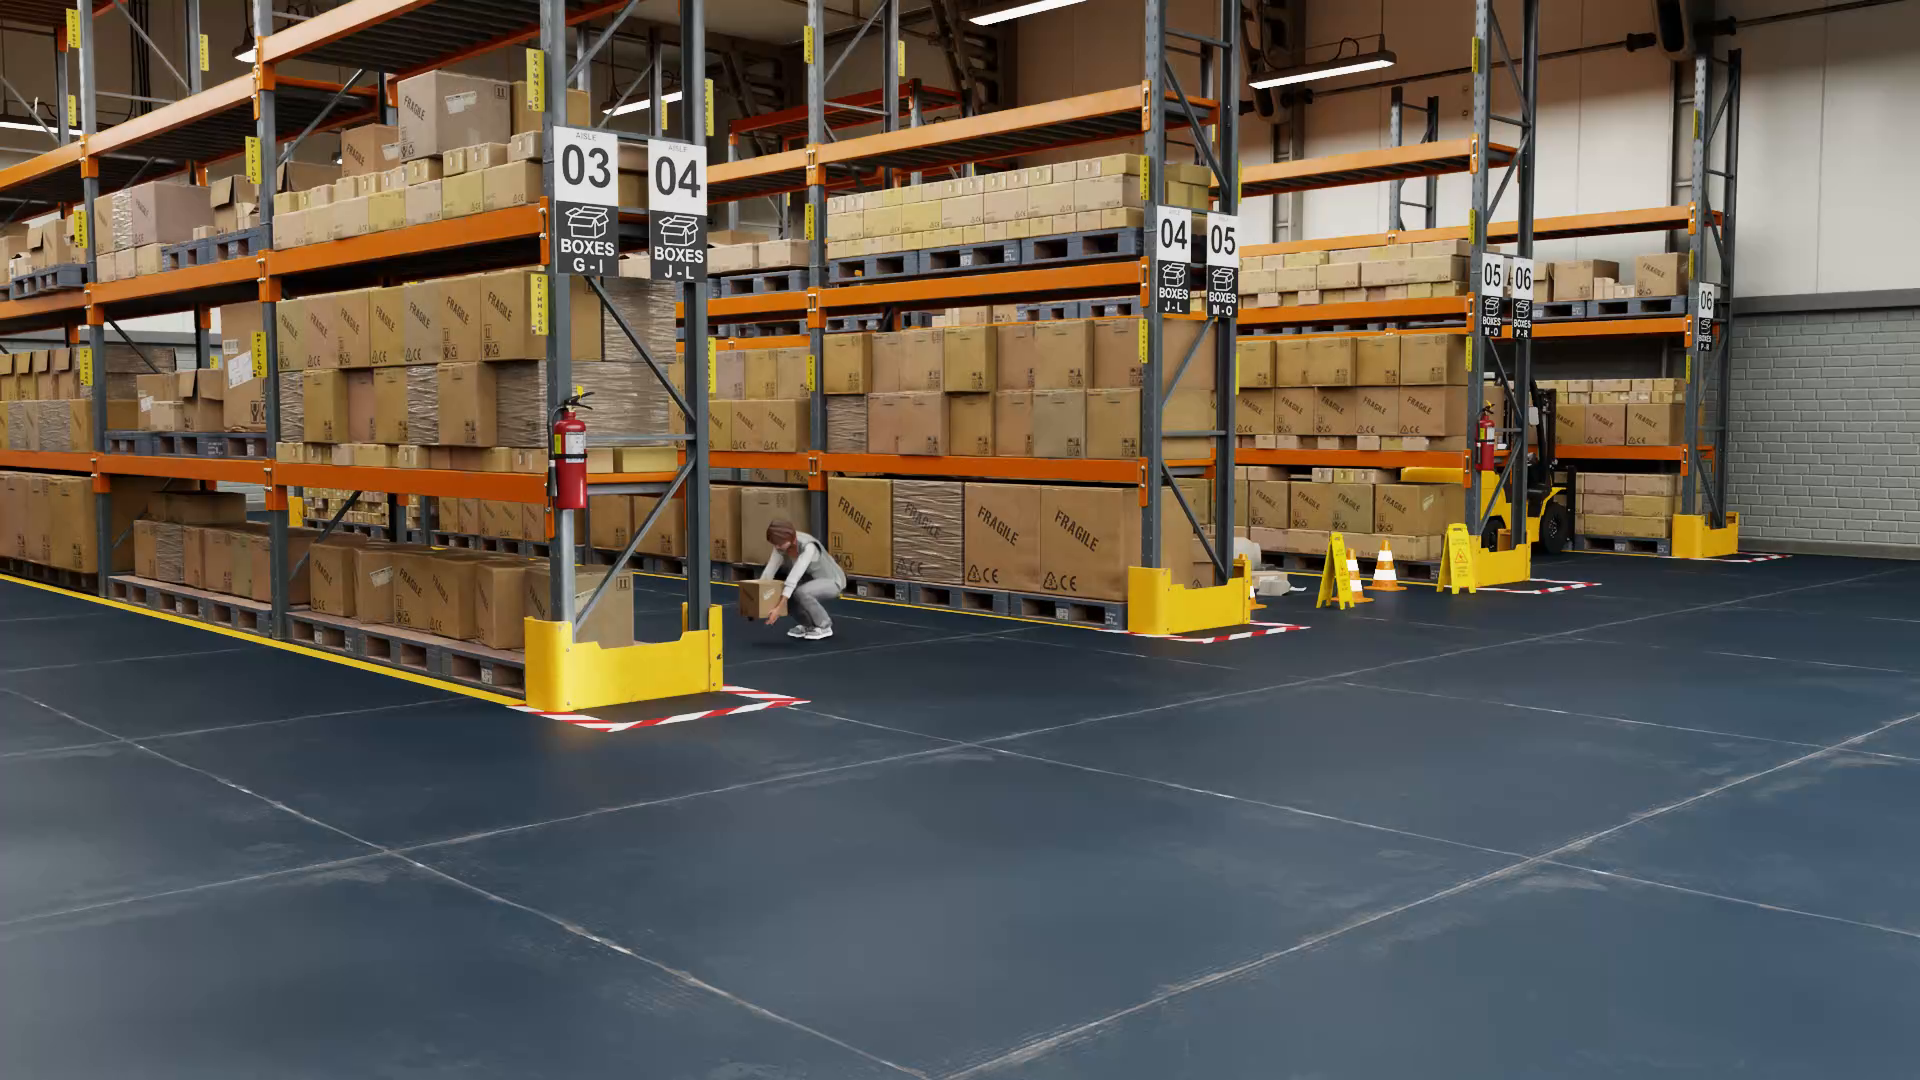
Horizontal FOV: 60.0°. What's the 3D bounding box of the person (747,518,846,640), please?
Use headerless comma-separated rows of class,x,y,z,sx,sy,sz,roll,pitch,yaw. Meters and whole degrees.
person,-1.186,0.289,12.225,0.820,0.895,0.426,-4,6,-45
